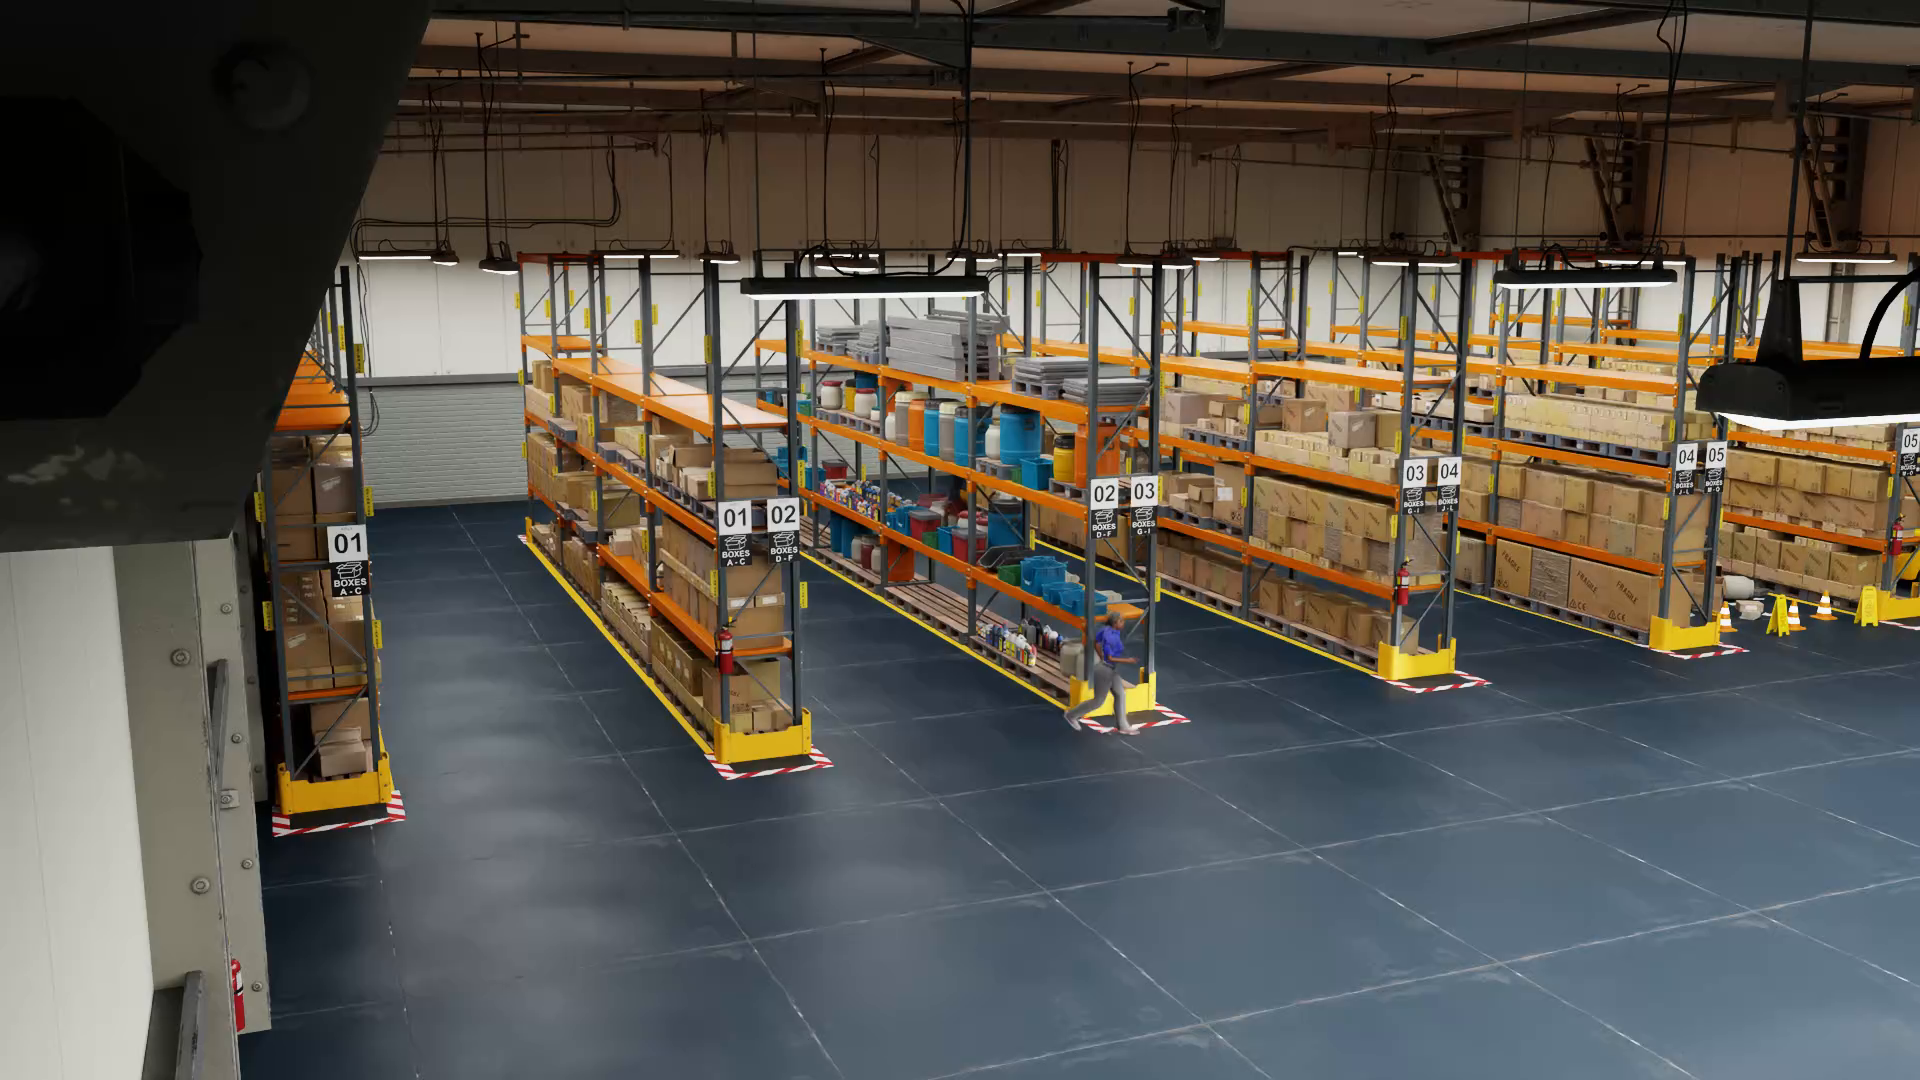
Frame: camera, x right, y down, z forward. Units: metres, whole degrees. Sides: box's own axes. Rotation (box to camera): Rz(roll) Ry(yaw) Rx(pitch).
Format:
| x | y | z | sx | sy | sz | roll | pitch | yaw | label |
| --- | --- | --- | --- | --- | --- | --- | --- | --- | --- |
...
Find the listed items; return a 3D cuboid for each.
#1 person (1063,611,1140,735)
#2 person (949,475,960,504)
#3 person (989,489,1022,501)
| x | y | z | sx | sy | sz | roll | pitch | yaw | label |
| --- | --- | --- | --- | --- | --- | --- | --- | --- | --- |
| 1.810 | 1.701 | 21.153 | 0.970 | 1.630 | 0.553 | 1 | 10 | 8 | person |
| 0.093 | -1.615 | 39.709 | 0.587 | 1.526 | 0.666 | 7 | 13 | 35 | person |
| 0.956 | -0.511 | 33.620 | 0.664 | 1.493 | 1.023 | -1 | 10 | -5 | person |
